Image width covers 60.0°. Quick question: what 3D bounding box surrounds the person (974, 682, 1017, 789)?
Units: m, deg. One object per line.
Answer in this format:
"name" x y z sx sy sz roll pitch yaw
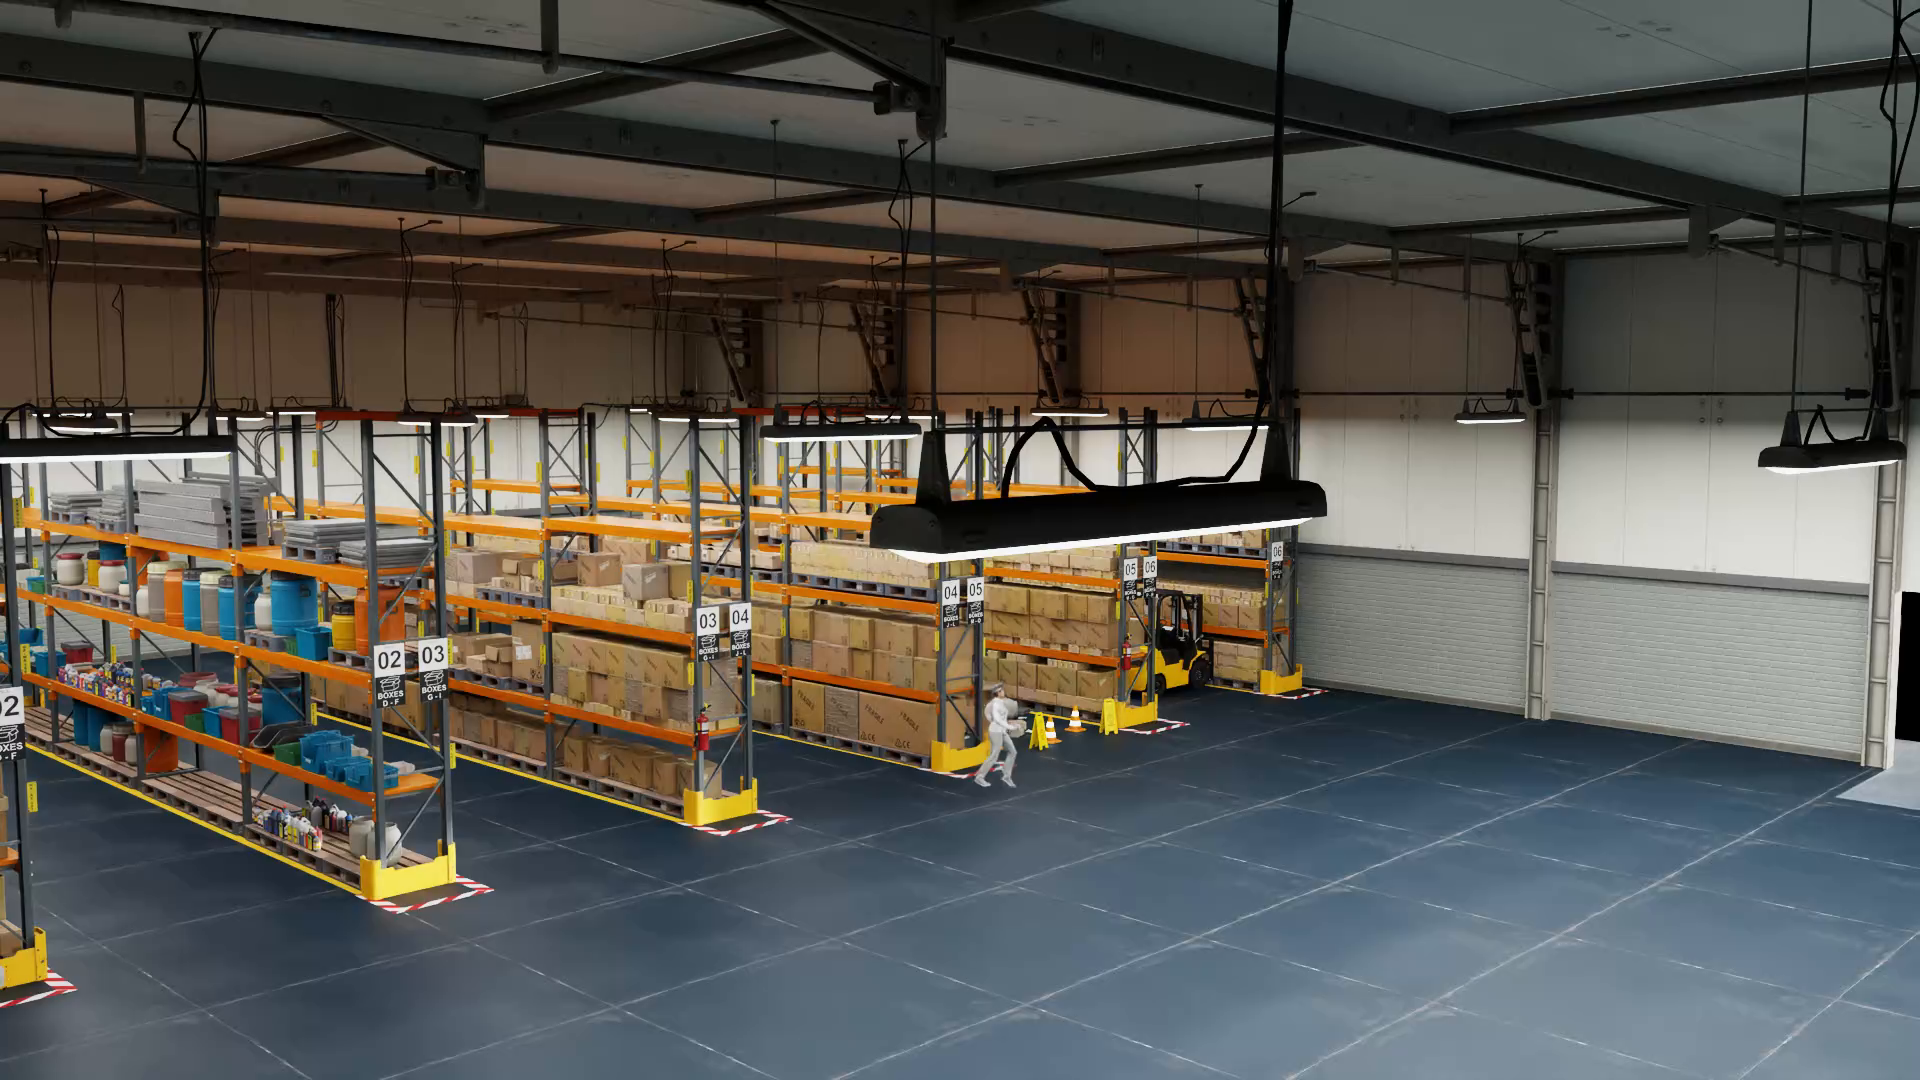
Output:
"person" 0.576 3.135 26.743 0.675 1.708 0.661 0 5 5

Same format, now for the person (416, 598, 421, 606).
"person" -12.808 2.097 39.228 0.633 1.528 0.515 2 5 23

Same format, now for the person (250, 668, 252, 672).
"person" -15.261 2.239 36.786 0.888 1.664 0.579 -2 5 -19

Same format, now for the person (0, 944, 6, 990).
"person" -9.762 4.077 16.481 0.488 1.633 0.645 0 5 -1
